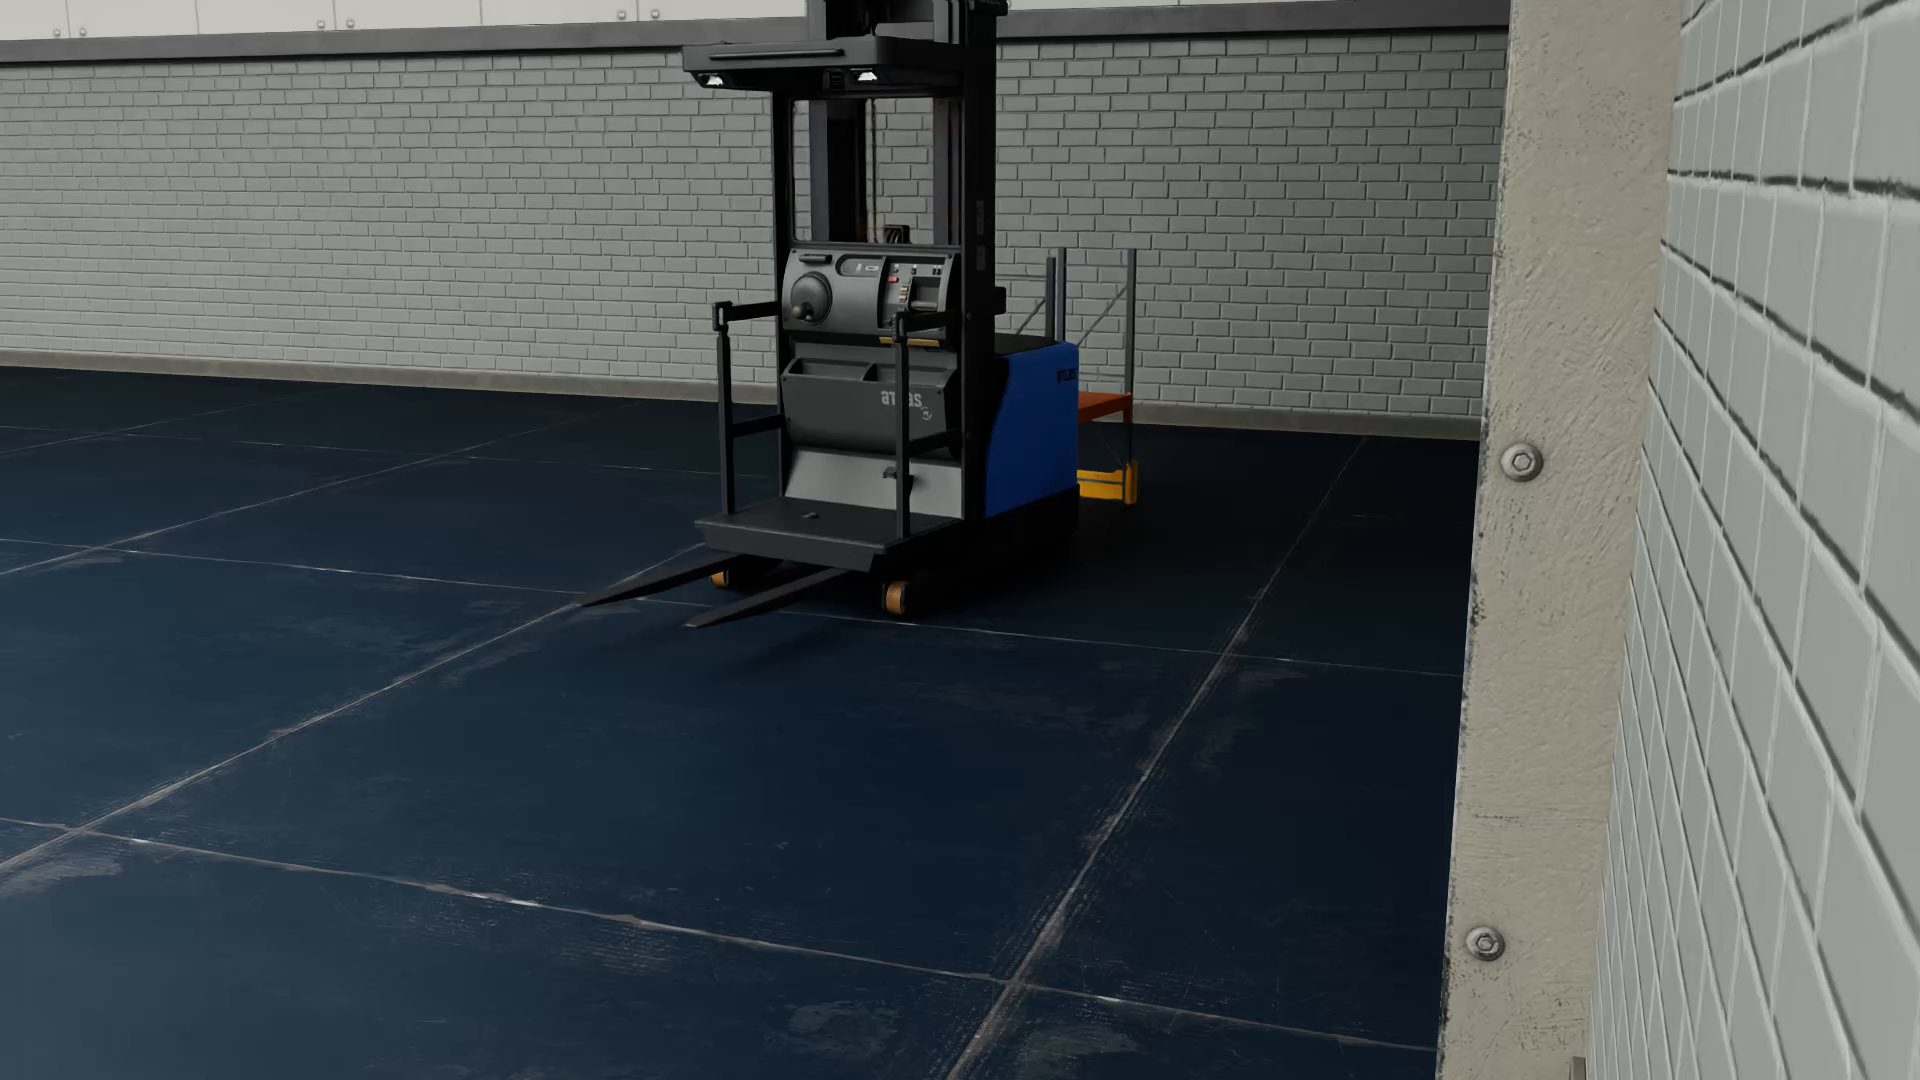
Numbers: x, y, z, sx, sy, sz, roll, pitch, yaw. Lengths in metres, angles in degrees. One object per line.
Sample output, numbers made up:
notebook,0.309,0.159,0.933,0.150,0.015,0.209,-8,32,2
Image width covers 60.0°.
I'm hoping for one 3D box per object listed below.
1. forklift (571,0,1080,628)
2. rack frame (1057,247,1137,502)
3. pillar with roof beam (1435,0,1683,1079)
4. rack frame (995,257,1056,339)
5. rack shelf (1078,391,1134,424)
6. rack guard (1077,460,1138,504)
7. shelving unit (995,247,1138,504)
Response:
forklift,-0.544,-1.200,7.663,1.130,2.935,3.031,8,15,30
rack frame,0.805,-0.990,9.960,0.500,1.500,0.032,8,15,30
pillar with roof beam,-2.825,-3.506,4.132,9.100,9.000,0.400,4,14,18
rack frame,0.287,-0.795,9.107,0.500,1.500,0.032,8,15,30
rack shelf,0.546,-0.717,9.574,0.538,0.185,1.000,8,15,30
rack guard,0.796,-0.377,10.083,0.587,0.250,0.087,8,15,30
shelving unit,0.541,-0.891,9.526,0.587,1.500,1.083,8,15,30
